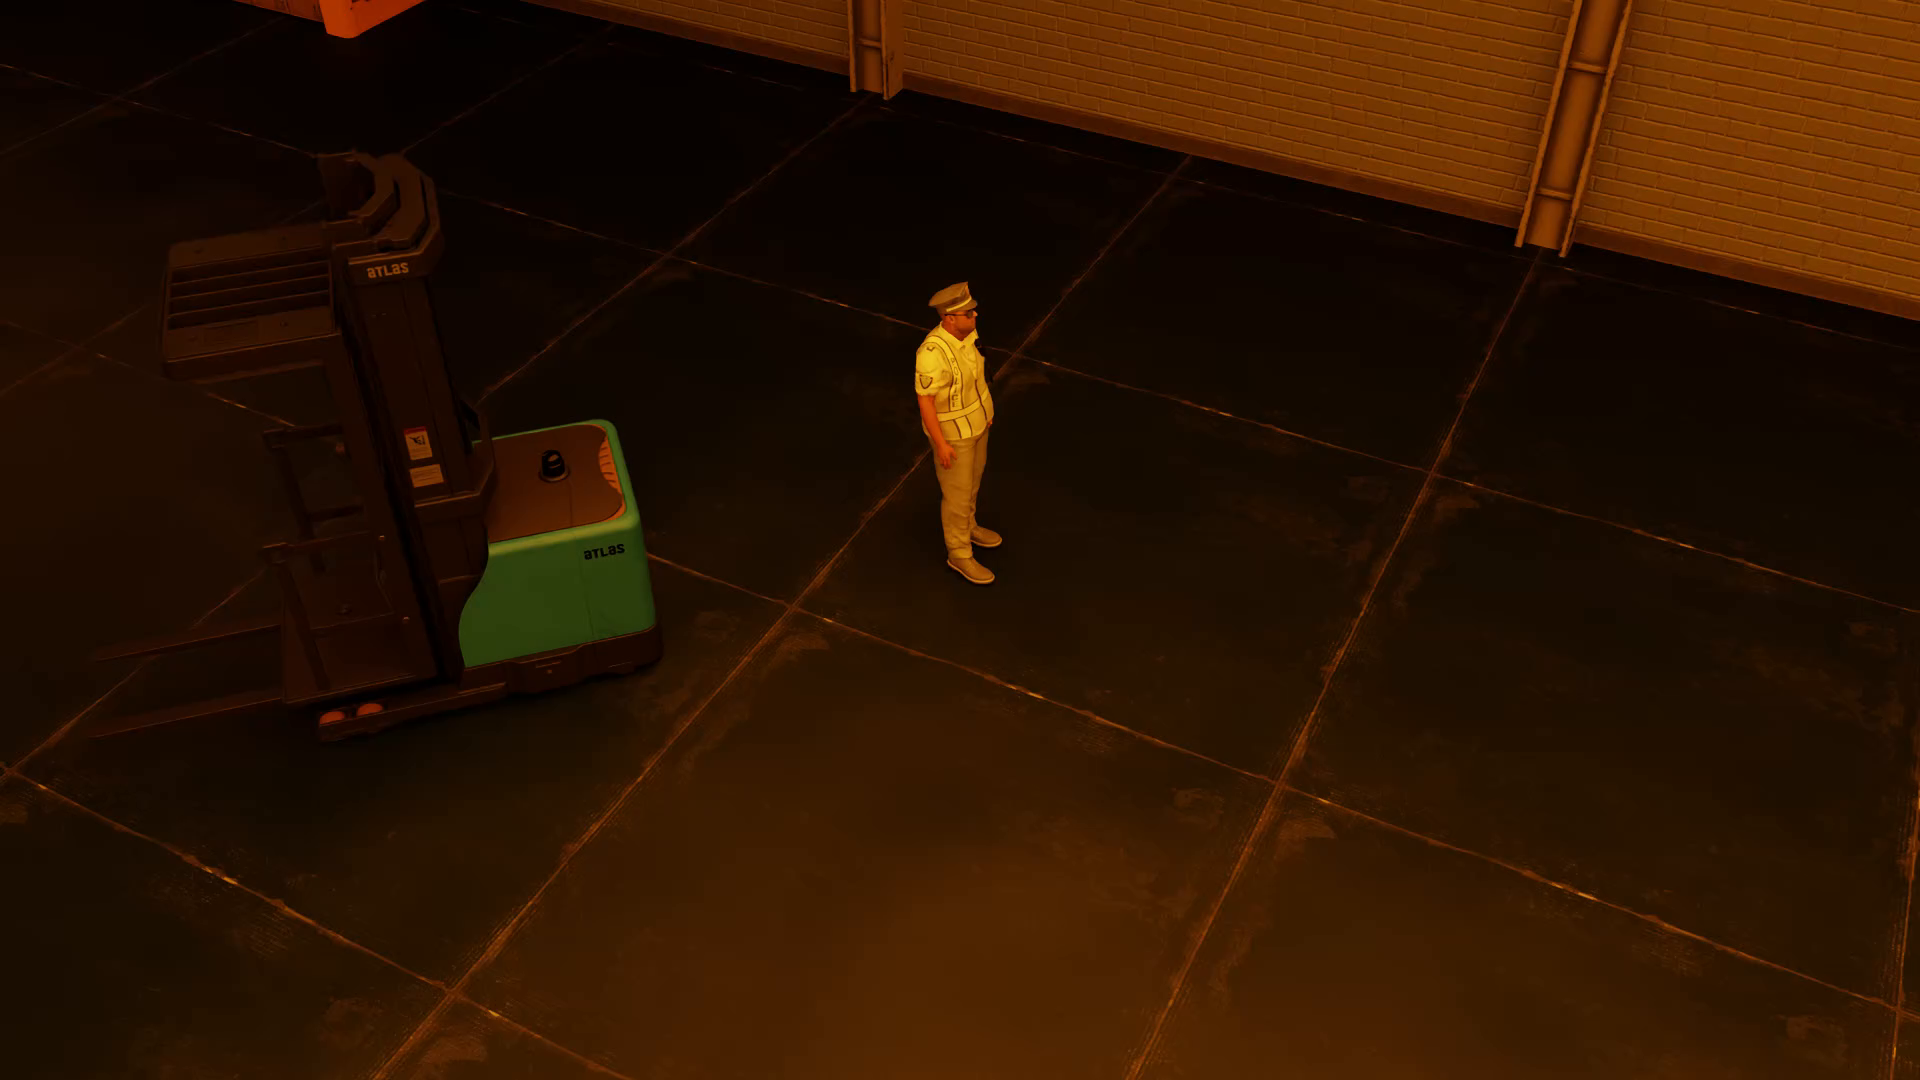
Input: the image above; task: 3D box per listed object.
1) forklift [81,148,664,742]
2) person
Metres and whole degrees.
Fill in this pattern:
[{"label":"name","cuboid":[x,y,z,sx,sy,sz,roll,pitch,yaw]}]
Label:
[{"label":"forklift","cuboid":[-3.252,-0.418,8.483,3.031,2.935,1.130,-12,41,-13]},{"label":"person","cuboid":[0.063,-0.657,9.648,0.575,1.781,0.640,18,43,21]}]
